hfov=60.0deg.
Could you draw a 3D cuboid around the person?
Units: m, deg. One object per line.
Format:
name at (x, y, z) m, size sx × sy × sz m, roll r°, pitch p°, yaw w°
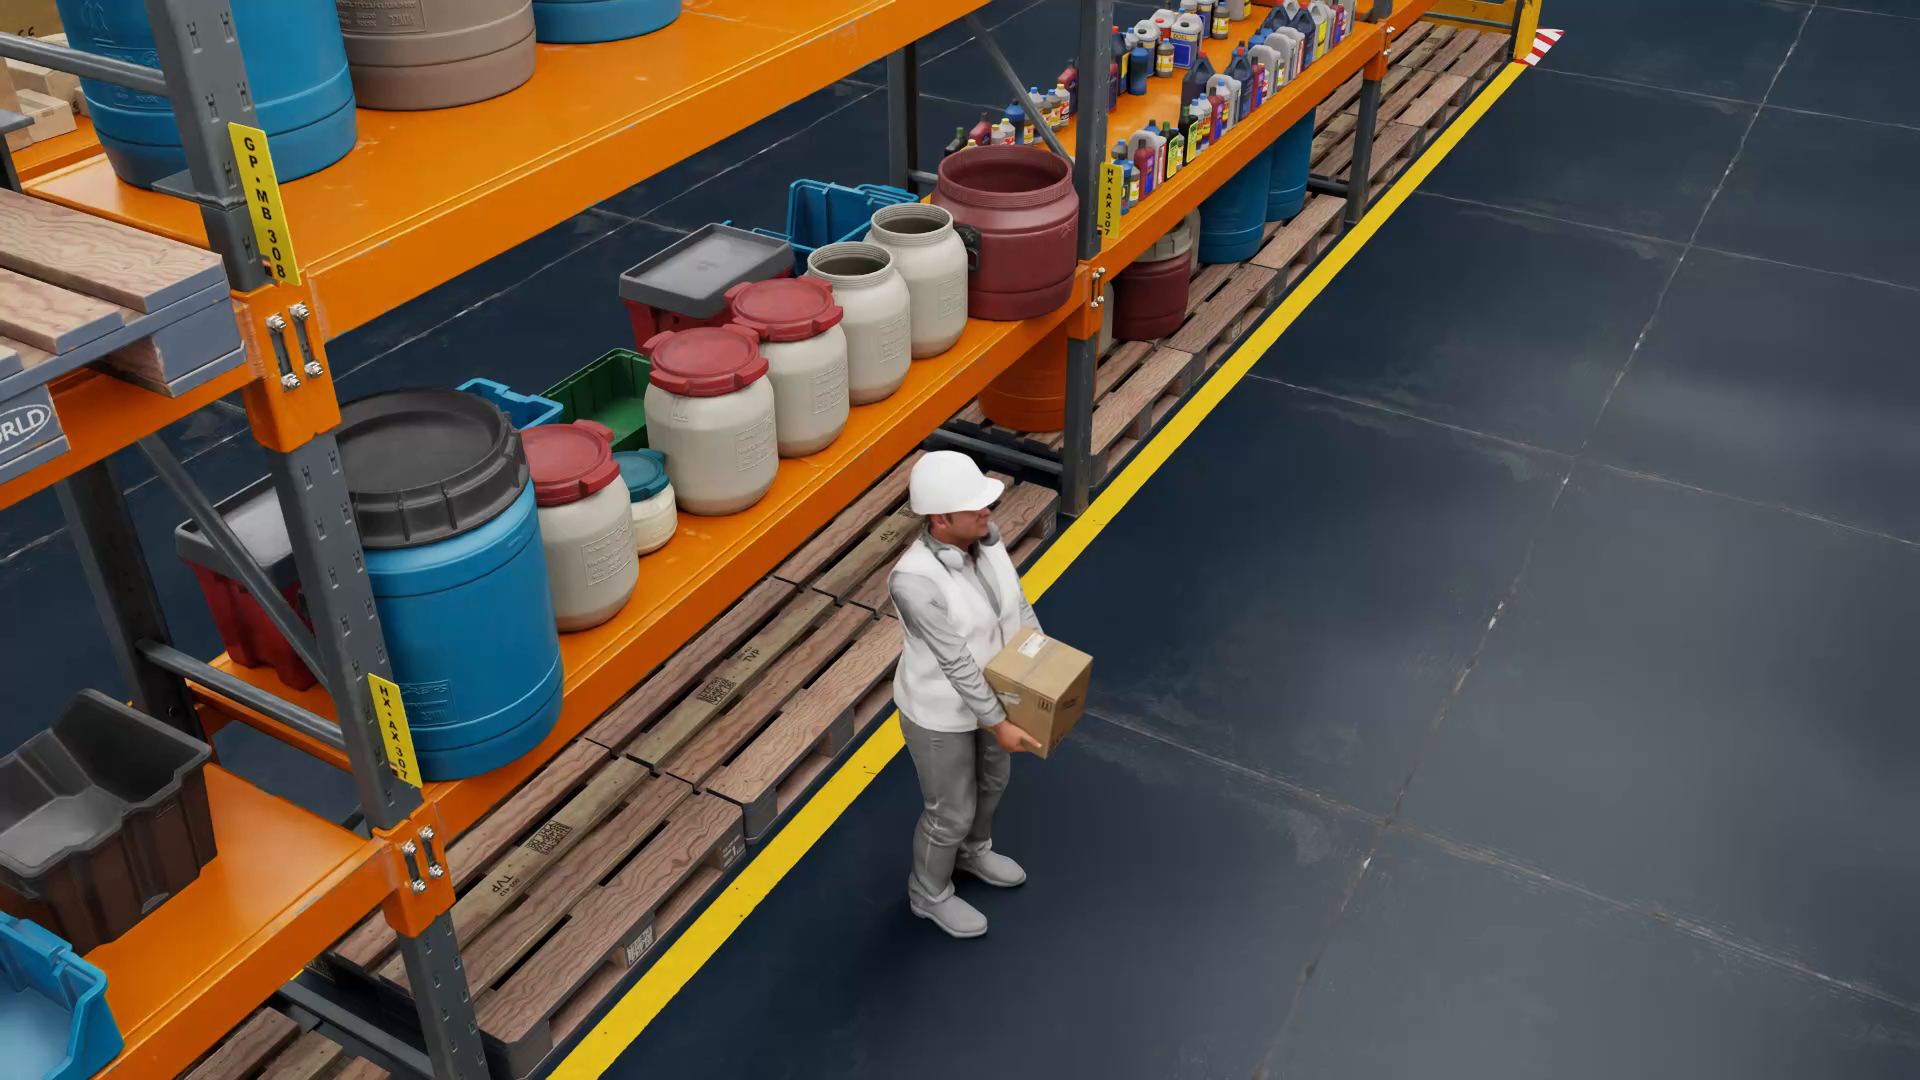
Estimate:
person at (0.079, 0.530, 5.336) m, size 0.554 × 1.767 × 0.462 m, roll 18°, pitch 38°, yaw 25°
